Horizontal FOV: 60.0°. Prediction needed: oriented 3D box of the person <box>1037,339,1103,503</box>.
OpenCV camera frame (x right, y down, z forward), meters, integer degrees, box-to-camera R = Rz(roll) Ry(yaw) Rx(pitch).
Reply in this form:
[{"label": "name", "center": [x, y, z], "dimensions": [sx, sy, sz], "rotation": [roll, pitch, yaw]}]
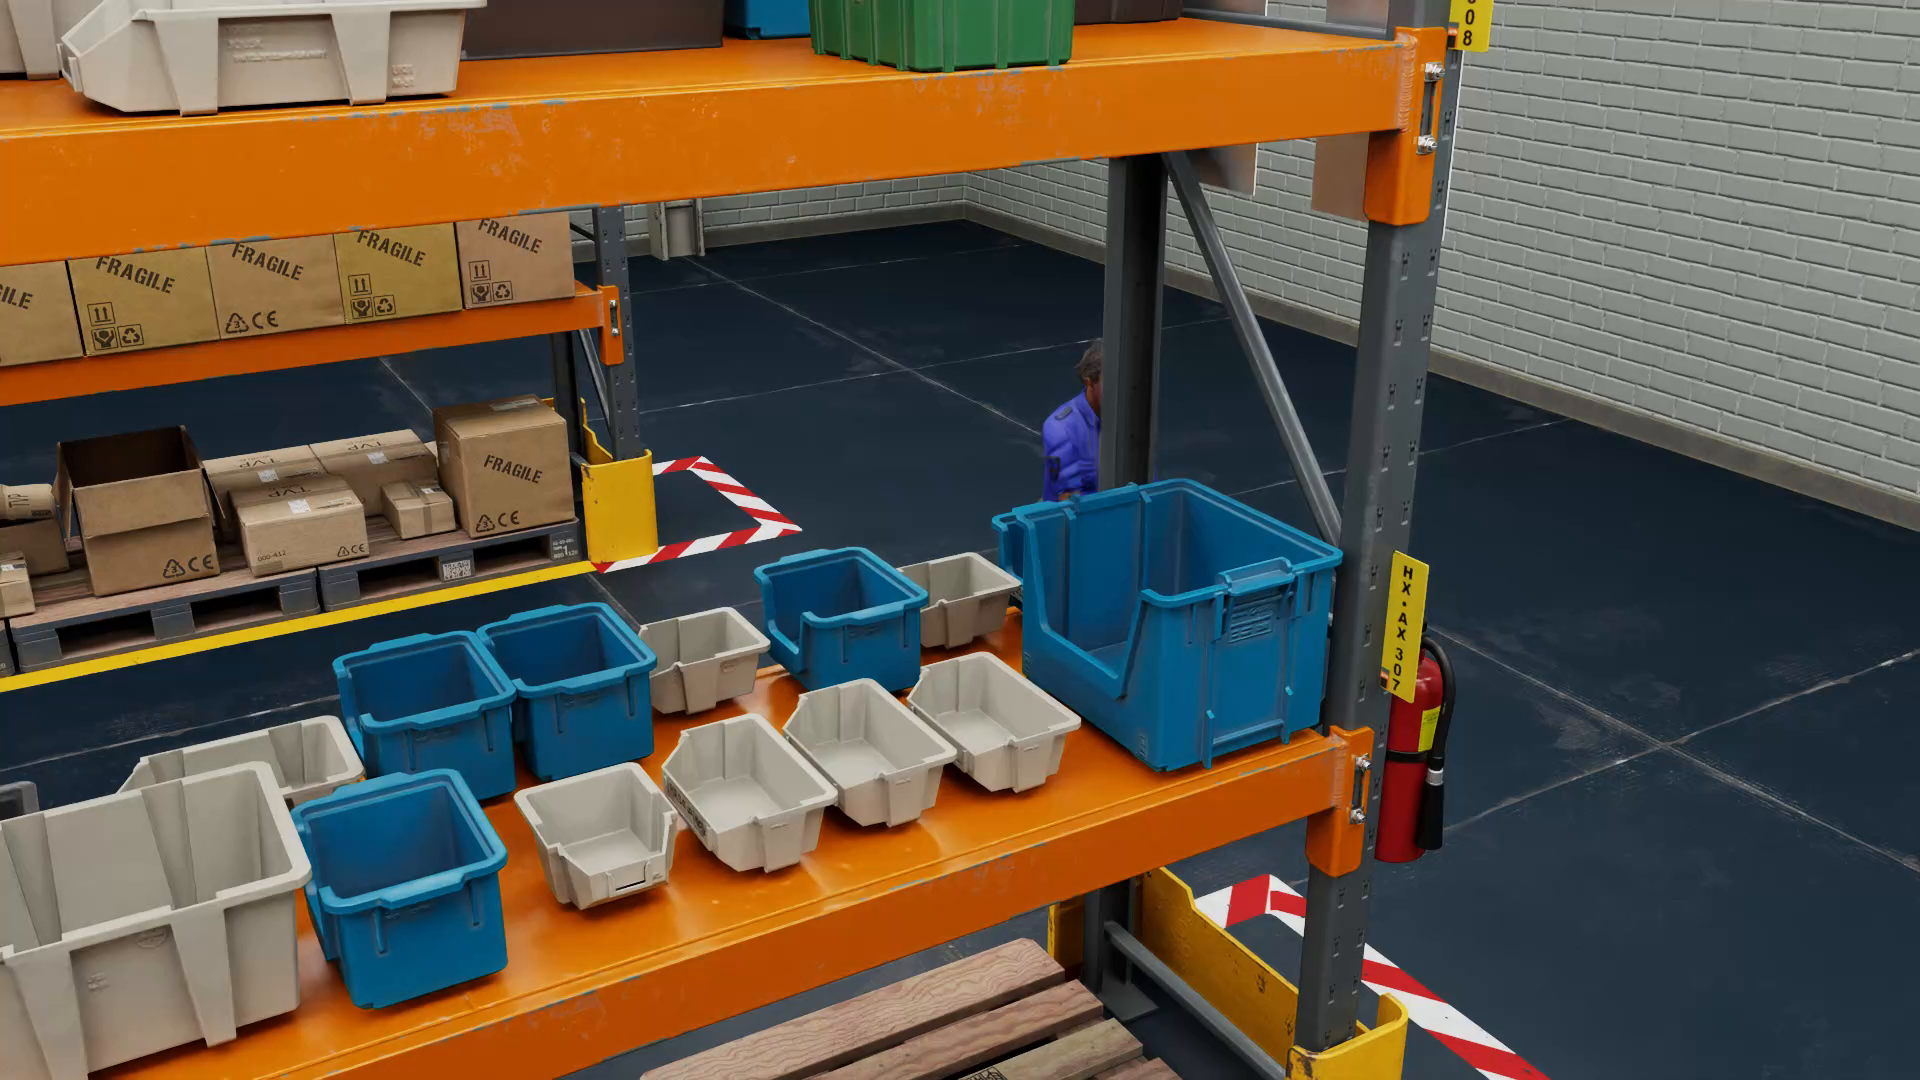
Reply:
[{"label": "person", "center": [0.475, 0.073, 5.989], "dimensions": [0.410, 1.611, 0.538], "rotation": [-13, 25, -29]}]
